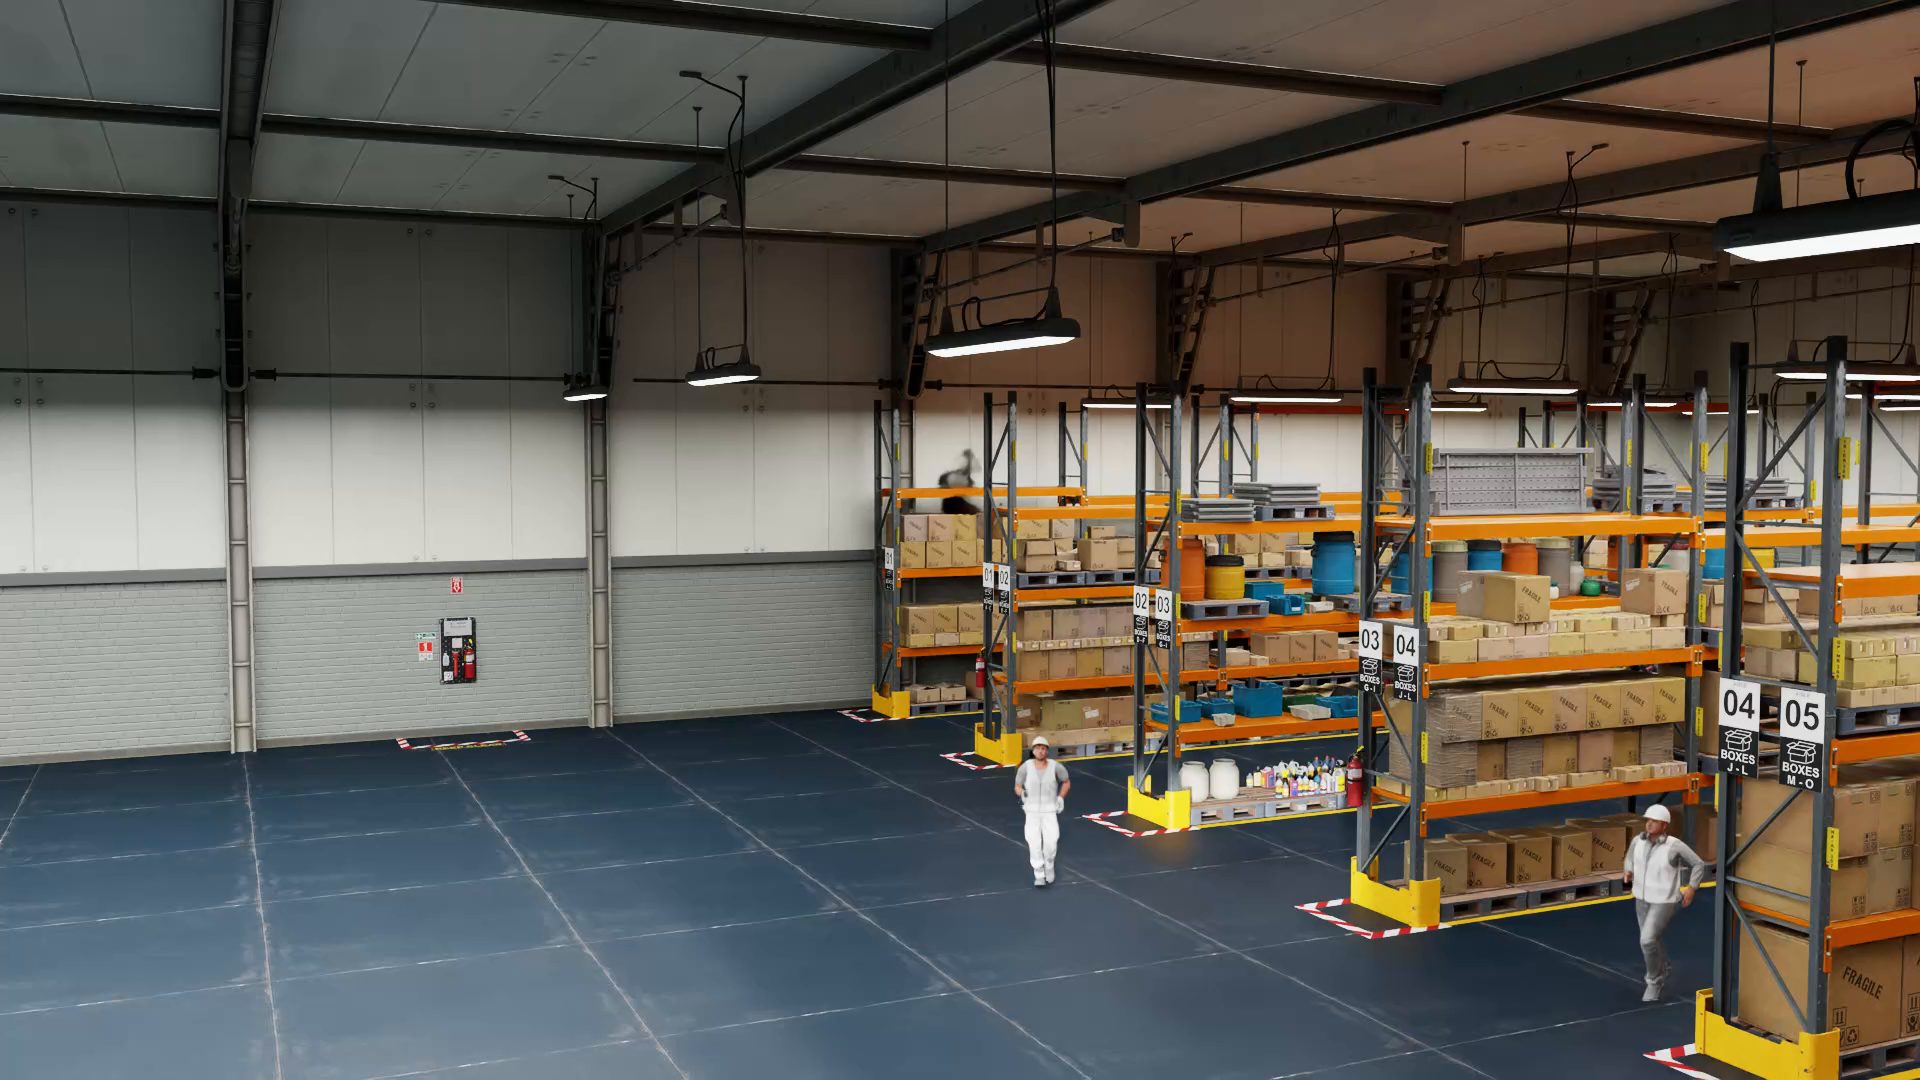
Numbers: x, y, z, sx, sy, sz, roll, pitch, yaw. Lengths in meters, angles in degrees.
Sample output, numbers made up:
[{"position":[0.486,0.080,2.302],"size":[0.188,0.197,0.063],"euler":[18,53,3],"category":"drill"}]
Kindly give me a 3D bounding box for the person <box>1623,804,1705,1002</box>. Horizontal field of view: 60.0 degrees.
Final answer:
[{"position":[6.514,3.388,15.543],"size":[0.740,1.844,0.683],"euler":[-2,4,-30],"category":"person"}]

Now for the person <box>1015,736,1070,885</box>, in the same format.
[{"position":[0.945,3.157,19.252],"size":[0.643,1.741,0.581],"euler":[0,3,6],"category":"person"}]
